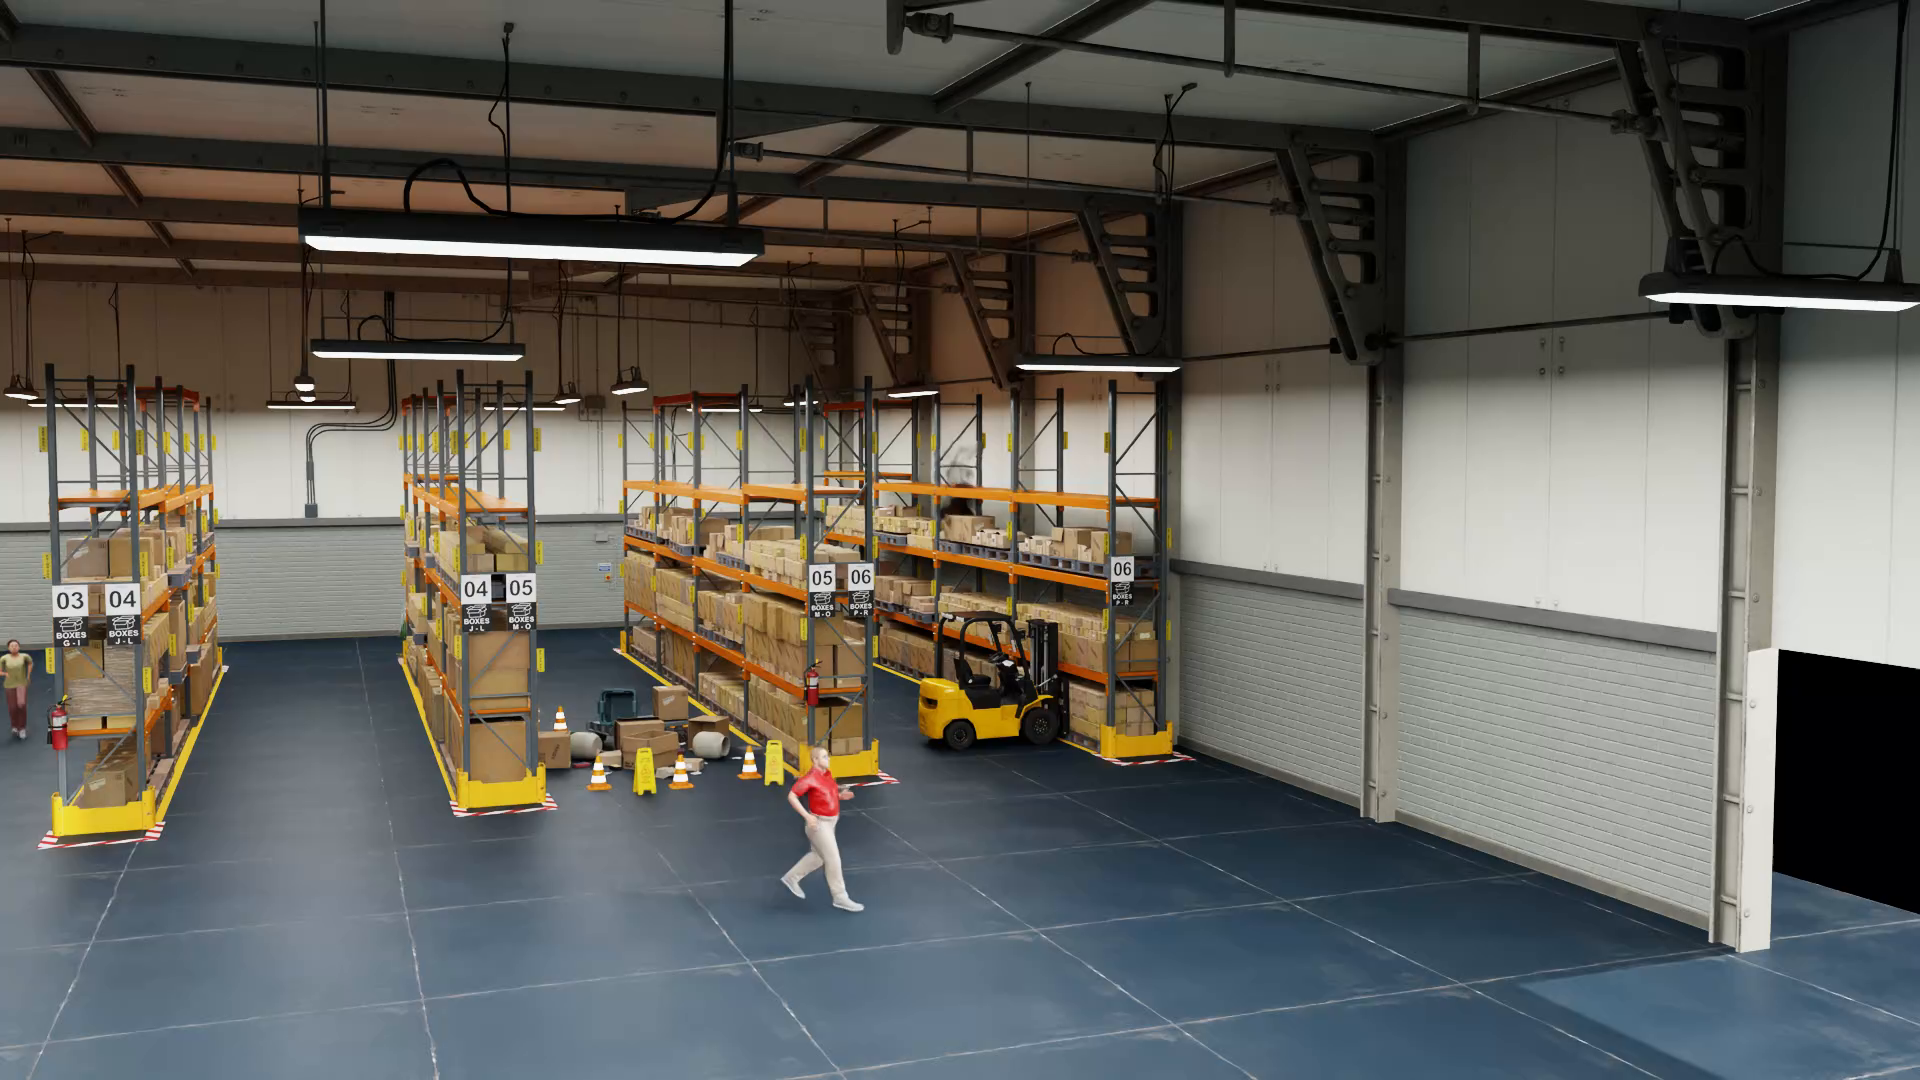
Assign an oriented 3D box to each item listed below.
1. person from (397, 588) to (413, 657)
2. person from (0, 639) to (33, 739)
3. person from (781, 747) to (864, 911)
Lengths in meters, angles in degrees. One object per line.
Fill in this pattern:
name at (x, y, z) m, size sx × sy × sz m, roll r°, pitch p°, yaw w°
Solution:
person at (-12.807, 1.854, 39.022) m, size 0.826 × 1.775 × 0.683 m, roll -3°, pitch 4°, yaw -37°
person at (-16.052, 2.522, 28.256) m, size 0.525 × 1.697 × 0.759 m, roll -2°, pitch 4°, yaw -24°
person at (-1.491, 3.075, 17.840) m, size 0.989 × 1.716 × 0.662 m, roll 1°, pitch 3°, yaw 15°
